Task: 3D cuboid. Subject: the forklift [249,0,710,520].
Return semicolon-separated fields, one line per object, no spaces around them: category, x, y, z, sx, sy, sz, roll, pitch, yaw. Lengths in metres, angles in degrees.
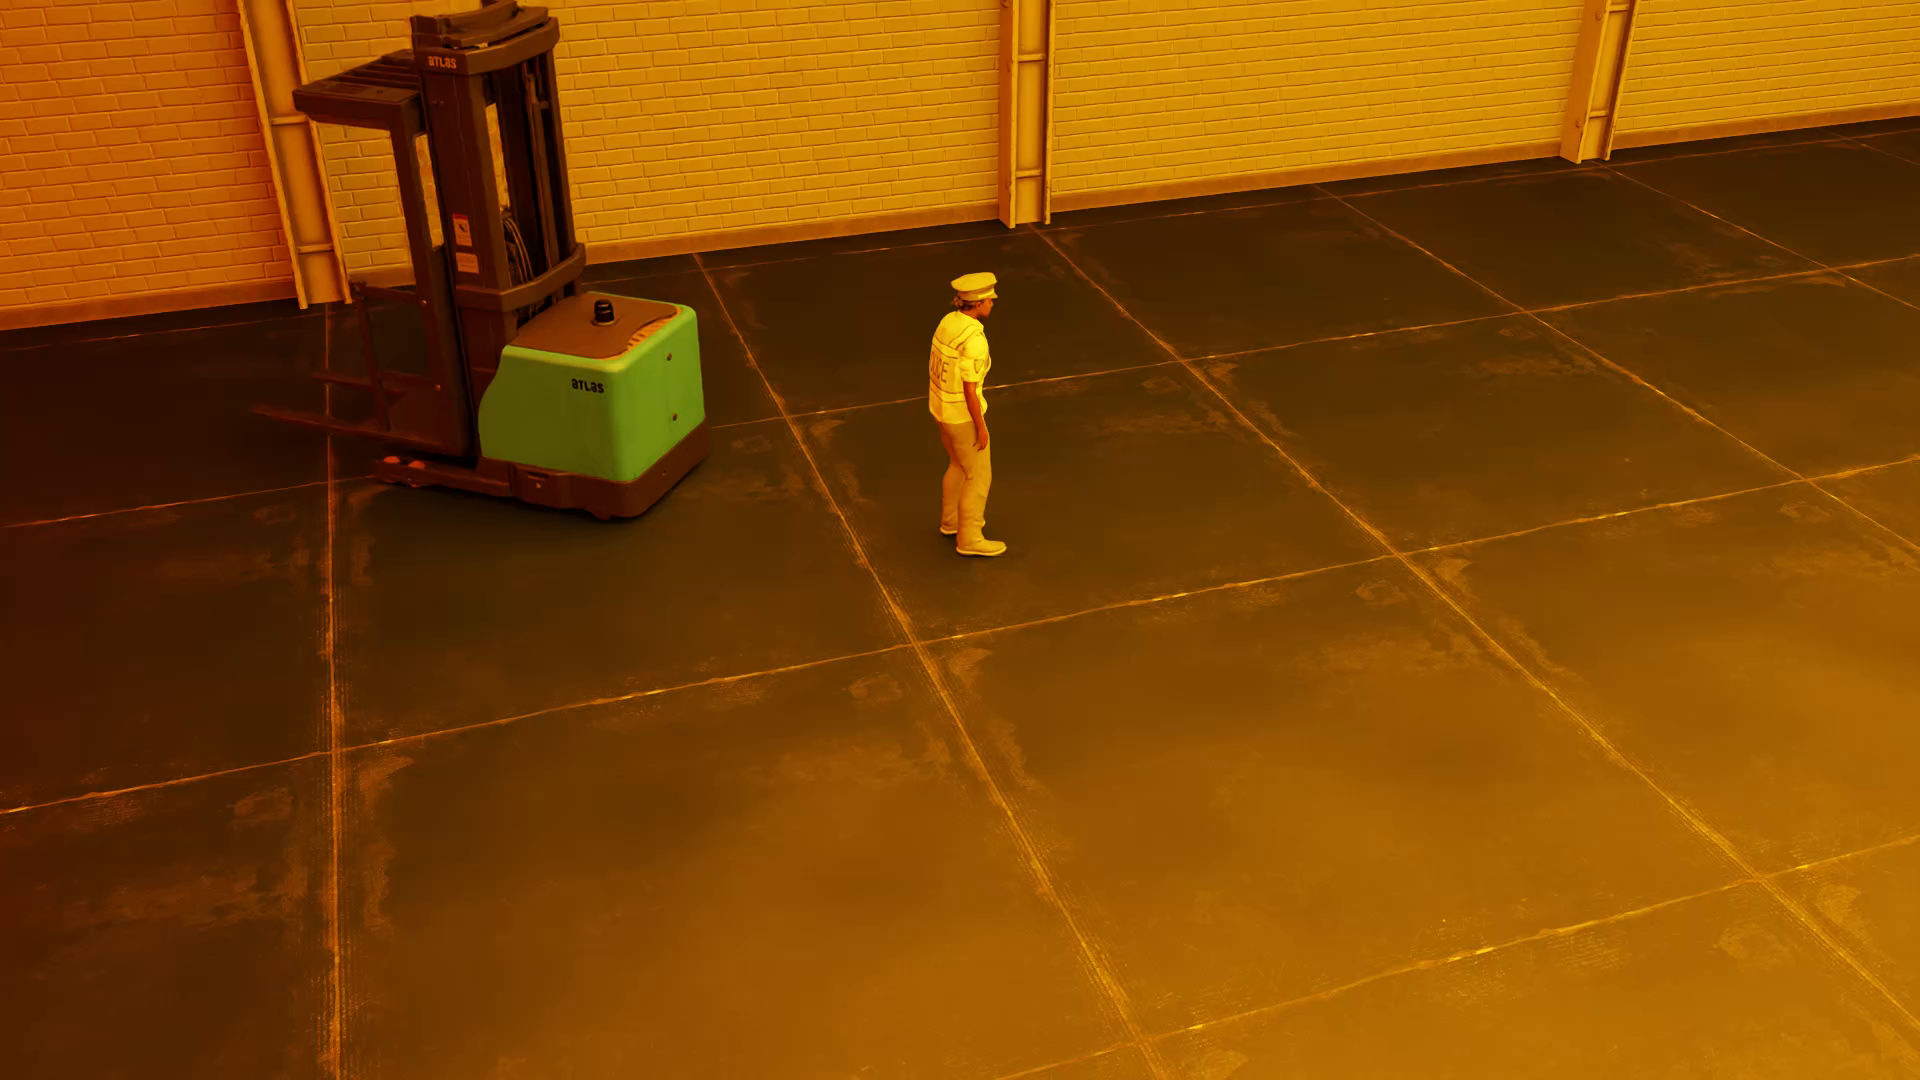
forklift;-3.209;-1.838;10.281;3.031;2.935;1.130;10;32;18

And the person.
person;0.035;-0.723;9.623;0.393;1.657;0.513;-11;32;-18
